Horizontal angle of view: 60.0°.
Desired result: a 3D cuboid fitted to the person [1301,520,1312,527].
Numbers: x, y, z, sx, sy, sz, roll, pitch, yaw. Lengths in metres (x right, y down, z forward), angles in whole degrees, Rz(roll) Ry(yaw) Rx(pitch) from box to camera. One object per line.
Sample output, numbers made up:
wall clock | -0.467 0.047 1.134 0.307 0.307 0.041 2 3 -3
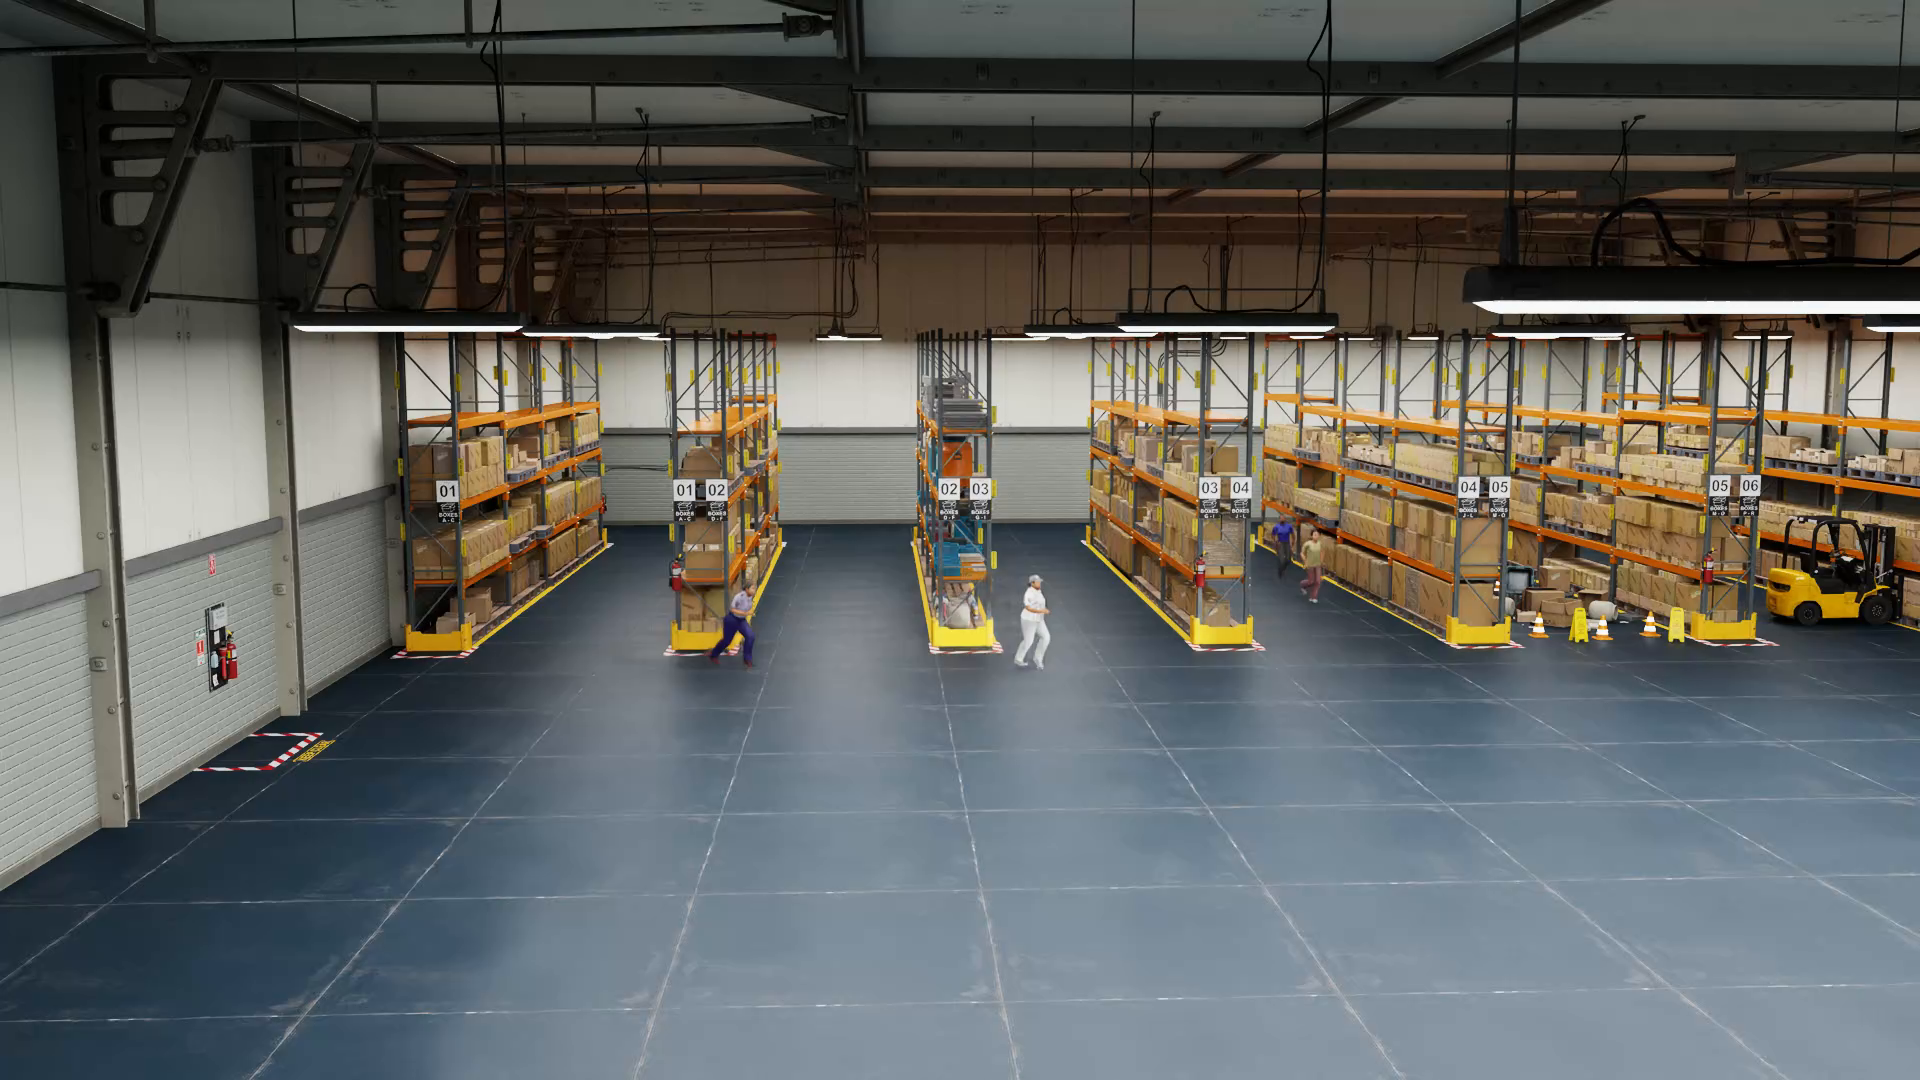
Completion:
person | 10.071 -0.844 49.093 0.660 1.621 0.751 7 9 44

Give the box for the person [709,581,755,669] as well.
person | -4.023 1.510 29.488 0.954 1.611 0.647 3 7 23

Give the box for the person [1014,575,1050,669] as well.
person | 1.305 1.470 29.382 0.714 1.735 0.615 4 8 31

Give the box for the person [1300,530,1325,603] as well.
person | 7.845 0.562 37.062 0.569 1.621 0.622 -2 7 -13

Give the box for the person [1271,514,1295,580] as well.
person | 7.860 0.171 40.387 0.588 1.617 0.500 0 7 1
